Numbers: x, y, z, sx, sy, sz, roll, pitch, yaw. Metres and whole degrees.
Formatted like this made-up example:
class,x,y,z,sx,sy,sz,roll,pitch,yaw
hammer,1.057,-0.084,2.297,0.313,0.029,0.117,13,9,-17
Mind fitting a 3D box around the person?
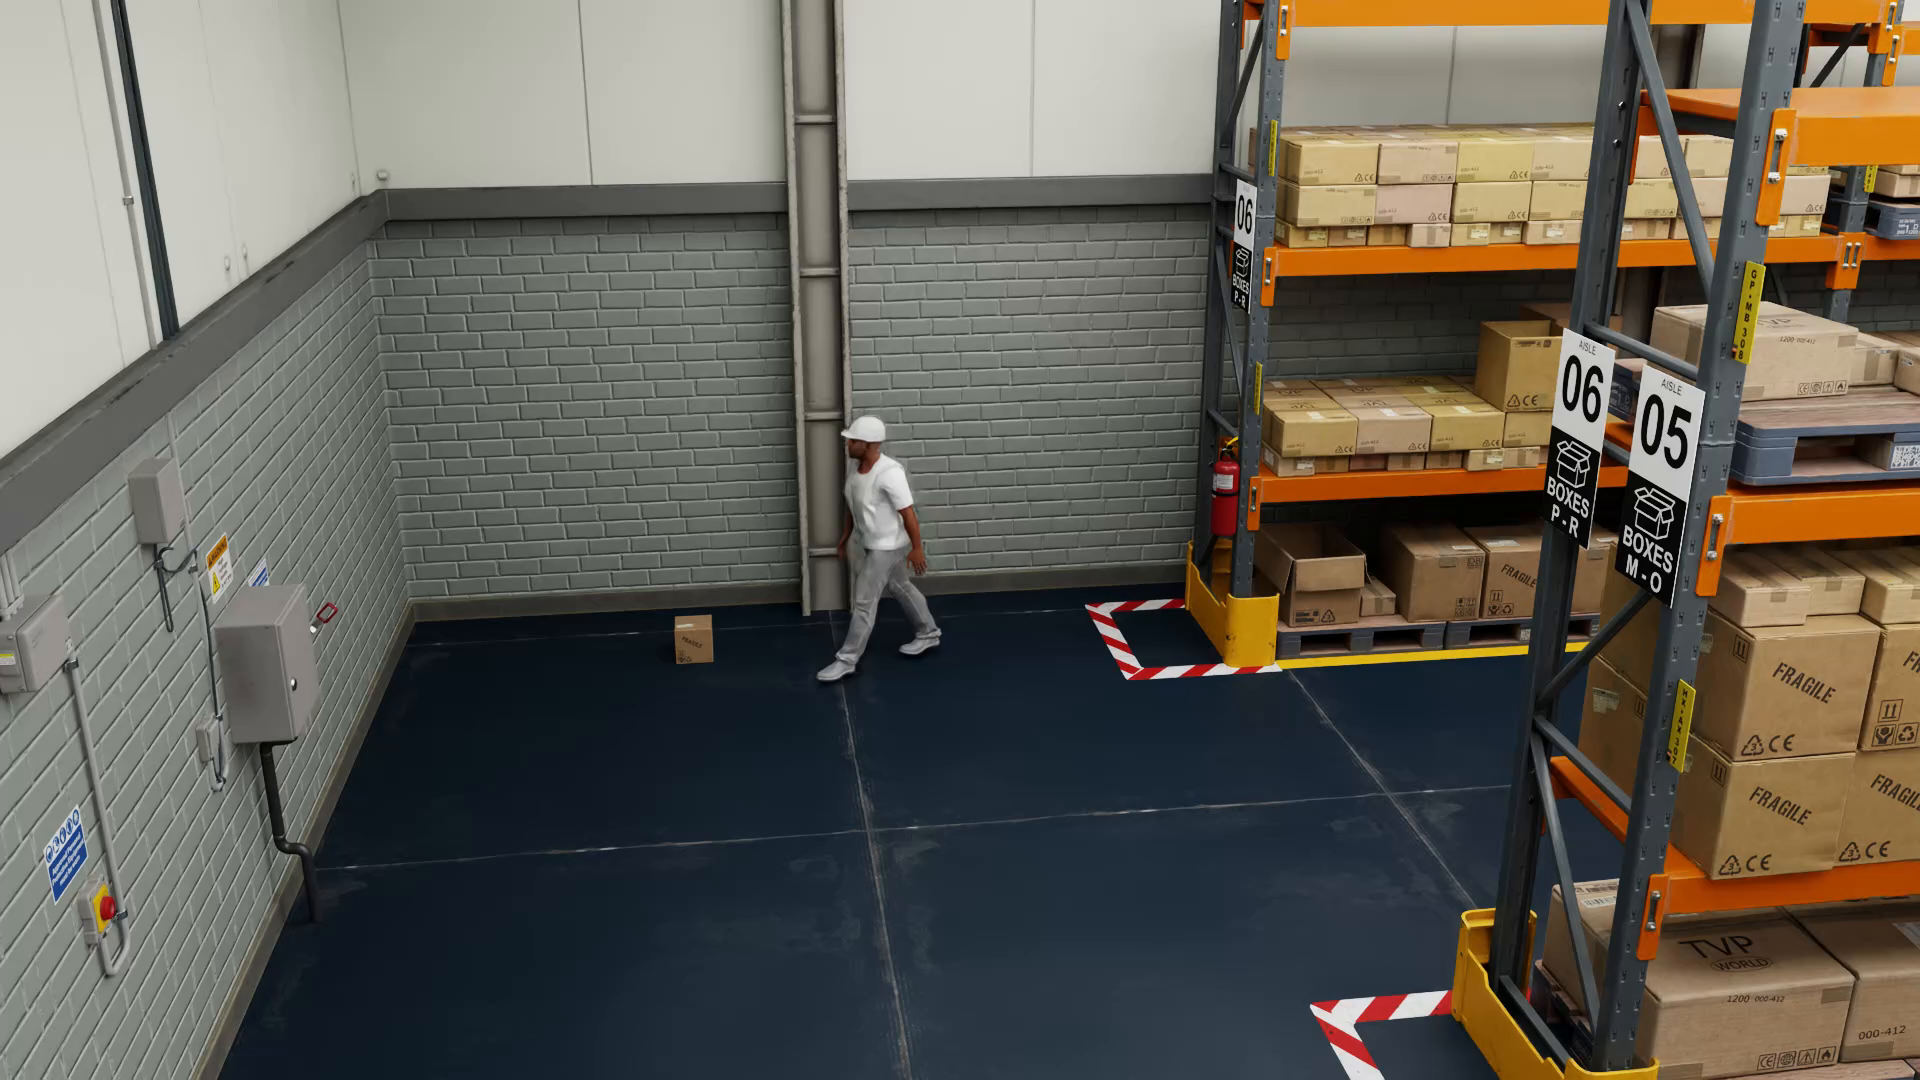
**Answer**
class,x,y,z,sx,sy,sz,roll,pitch,yaw
person,-0.569,0.005,10.990,0.967,1.709,0.615,-8,21,-21
